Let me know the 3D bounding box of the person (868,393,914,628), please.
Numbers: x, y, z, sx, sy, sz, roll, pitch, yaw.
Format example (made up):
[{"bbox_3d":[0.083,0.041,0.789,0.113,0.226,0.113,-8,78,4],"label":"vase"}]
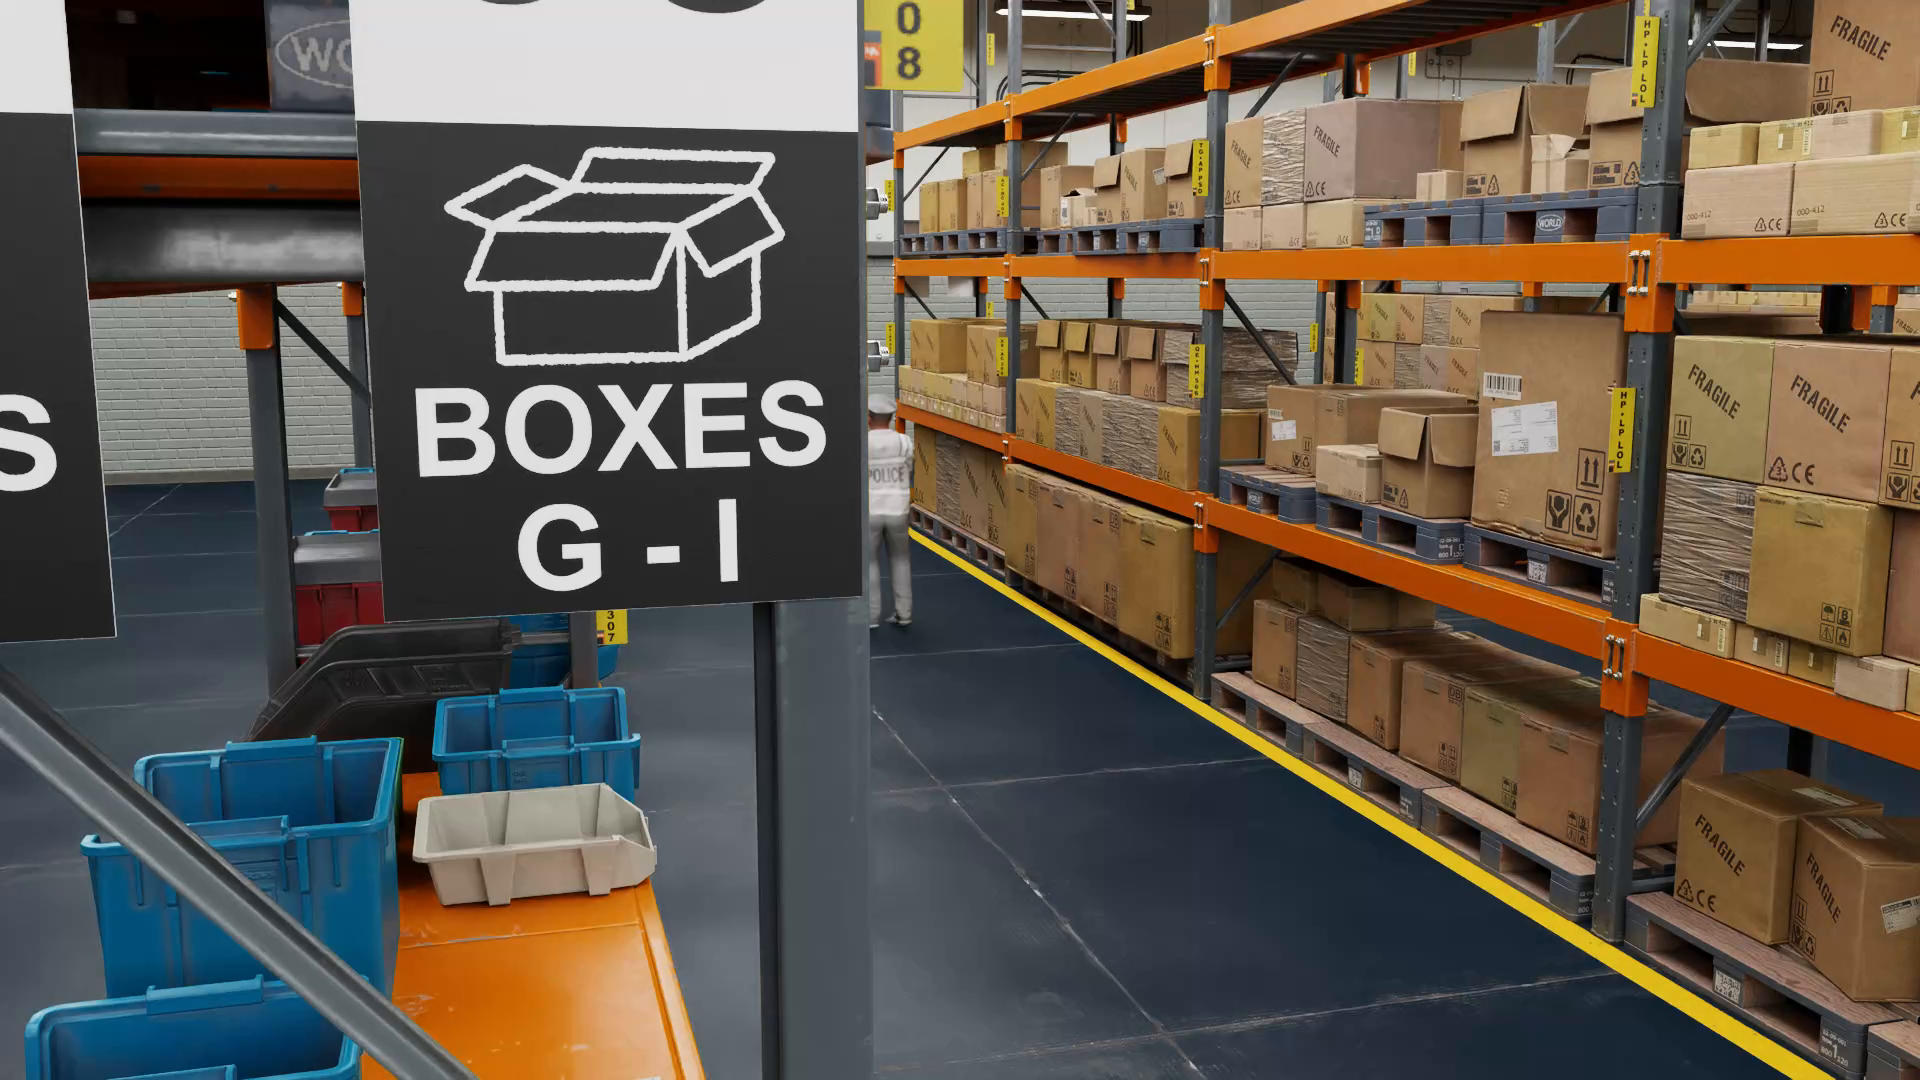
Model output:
[{"bbox_3d":[-0.610,-0.225,12.638,0.537,1.782,0.538,-3,10,-16],"label":"person"}]
